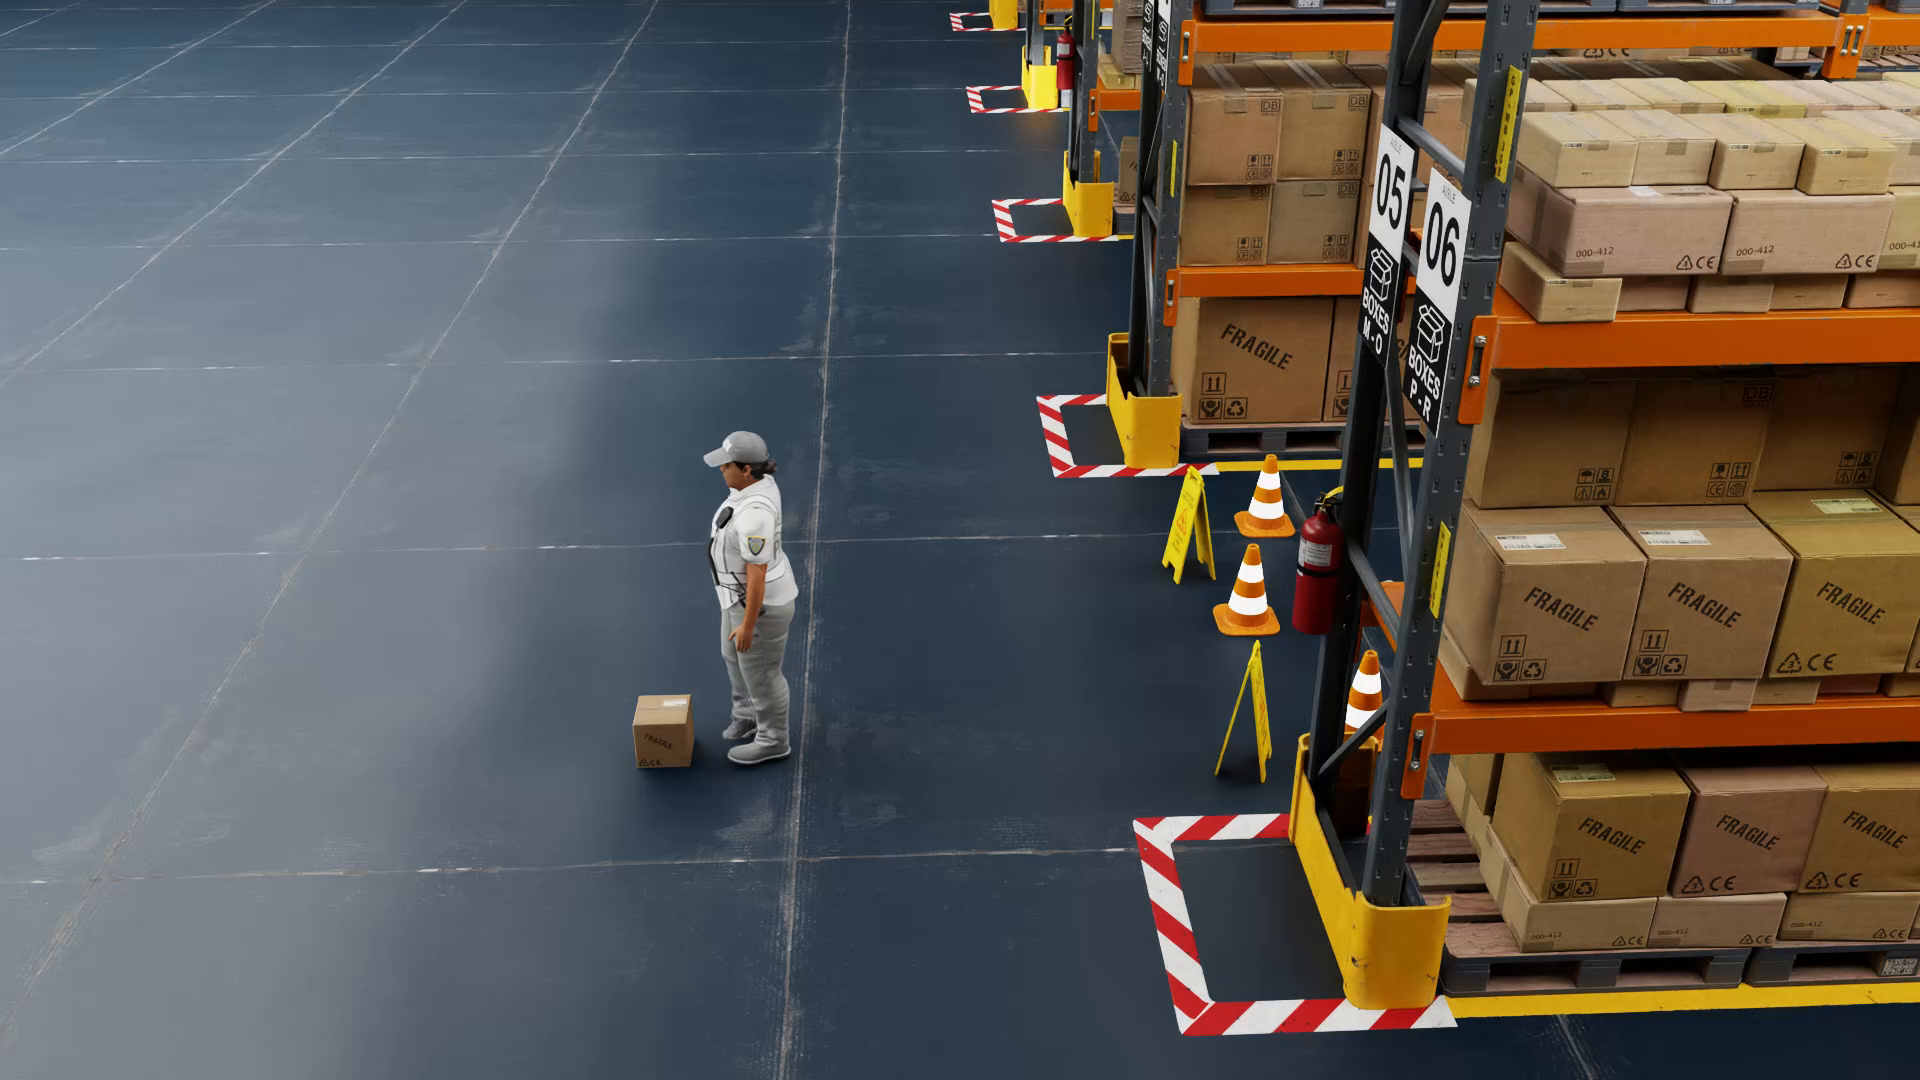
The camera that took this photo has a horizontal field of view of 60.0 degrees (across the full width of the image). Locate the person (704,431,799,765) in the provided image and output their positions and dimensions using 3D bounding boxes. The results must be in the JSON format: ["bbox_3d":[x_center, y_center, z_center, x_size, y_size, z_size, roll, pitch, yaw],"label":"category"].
[{"bbox_3d":[-0.967,0.317,7.645,0.449,1.733,0.513,-5,28,-9],"label":"person"}]
